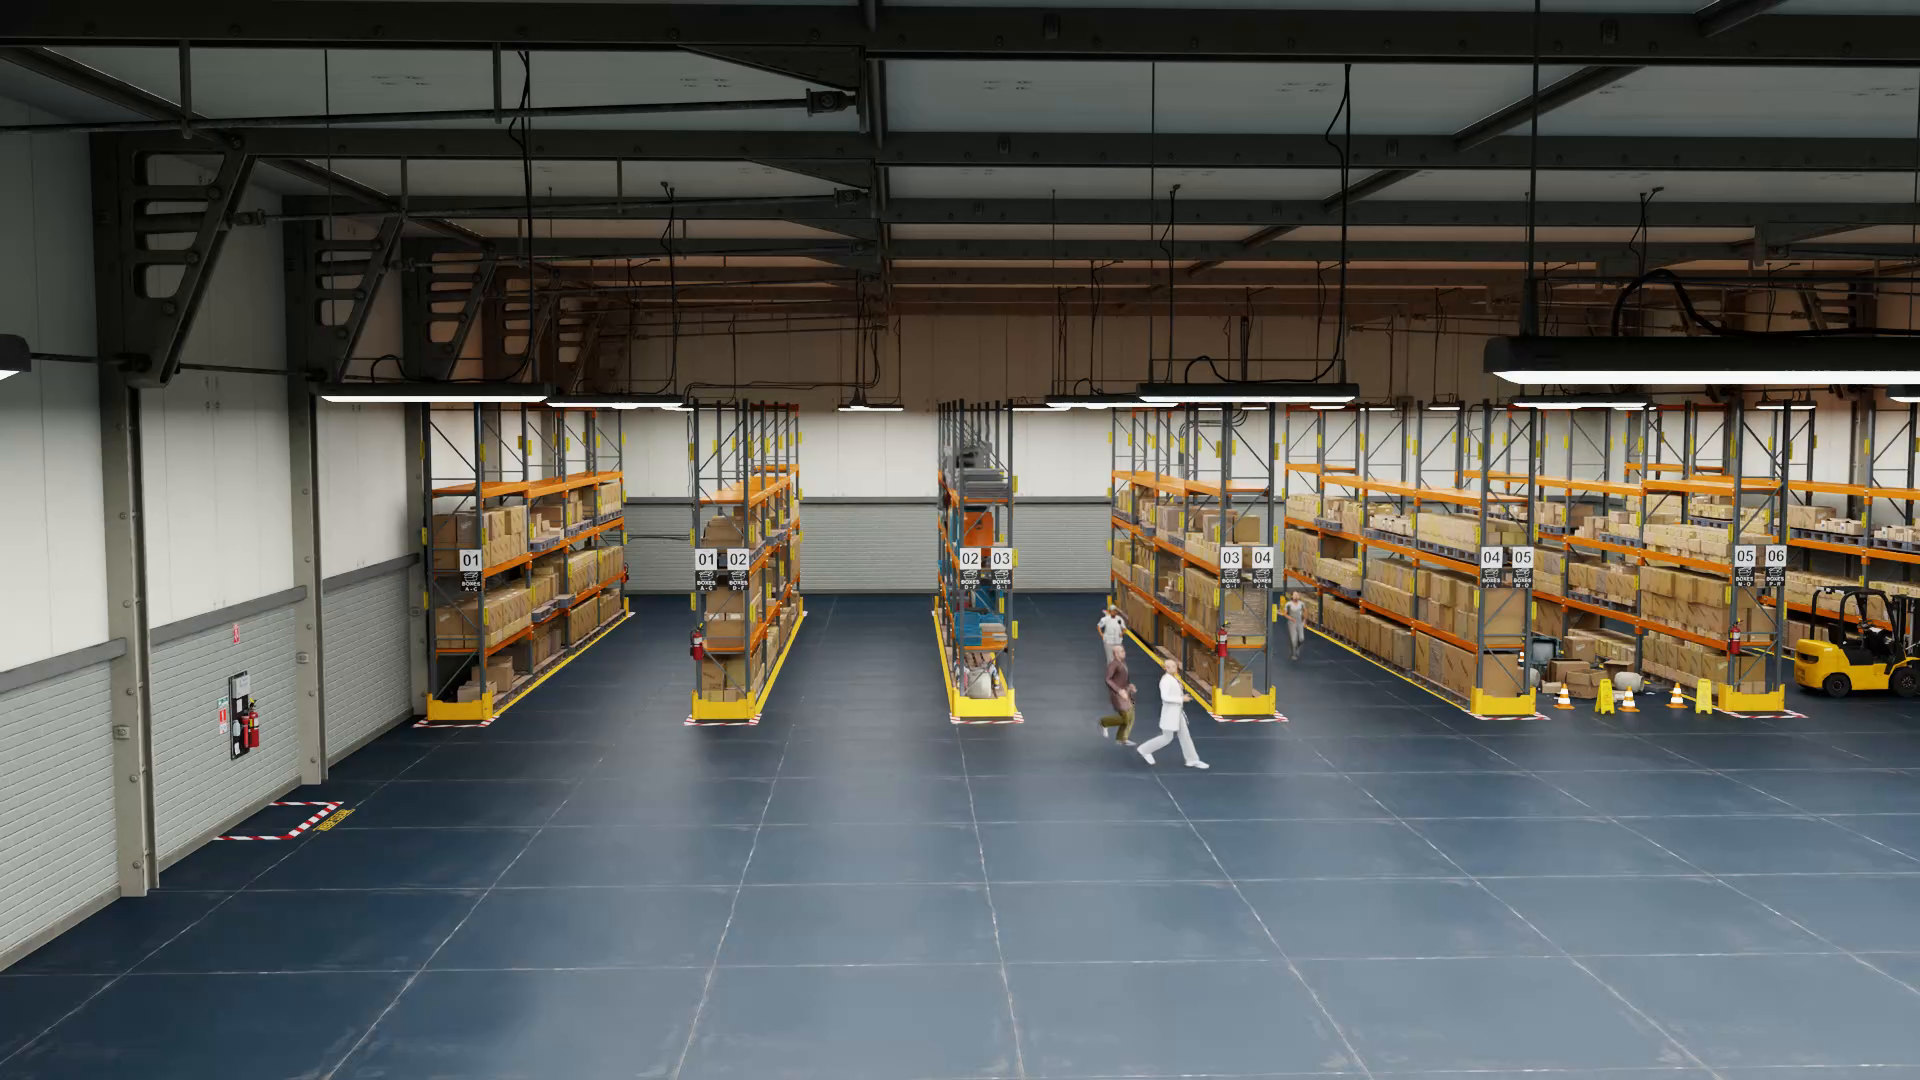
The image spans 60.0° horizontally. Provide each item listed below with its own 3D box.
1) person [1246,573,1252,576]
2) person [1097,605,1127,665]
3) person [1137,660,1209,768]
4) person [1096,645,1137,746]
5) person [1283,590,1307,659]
[{"bbox_3d":[8.097,1.297,46.642,0.659,1.828,0.756,0,4,1],"label":"person"},{"bbox_3d":[3.250,2.204,35.350,0.617,1.668,0.818,-1,4,-10],"label":"person"},{"bbox_3d":[3.431,2.784,26.705,1.154,1.737,0.727,2,5,24],"label":"person"},{"bbox_3d":[2.719,2.701,28.721,0.690,1.692,0.709,2,5,25],"label":"person"},{"bbox_3d":[7.805,1.971,38.626,0.591,1.625,0.579,0,4,-6],"label":"person"}]
